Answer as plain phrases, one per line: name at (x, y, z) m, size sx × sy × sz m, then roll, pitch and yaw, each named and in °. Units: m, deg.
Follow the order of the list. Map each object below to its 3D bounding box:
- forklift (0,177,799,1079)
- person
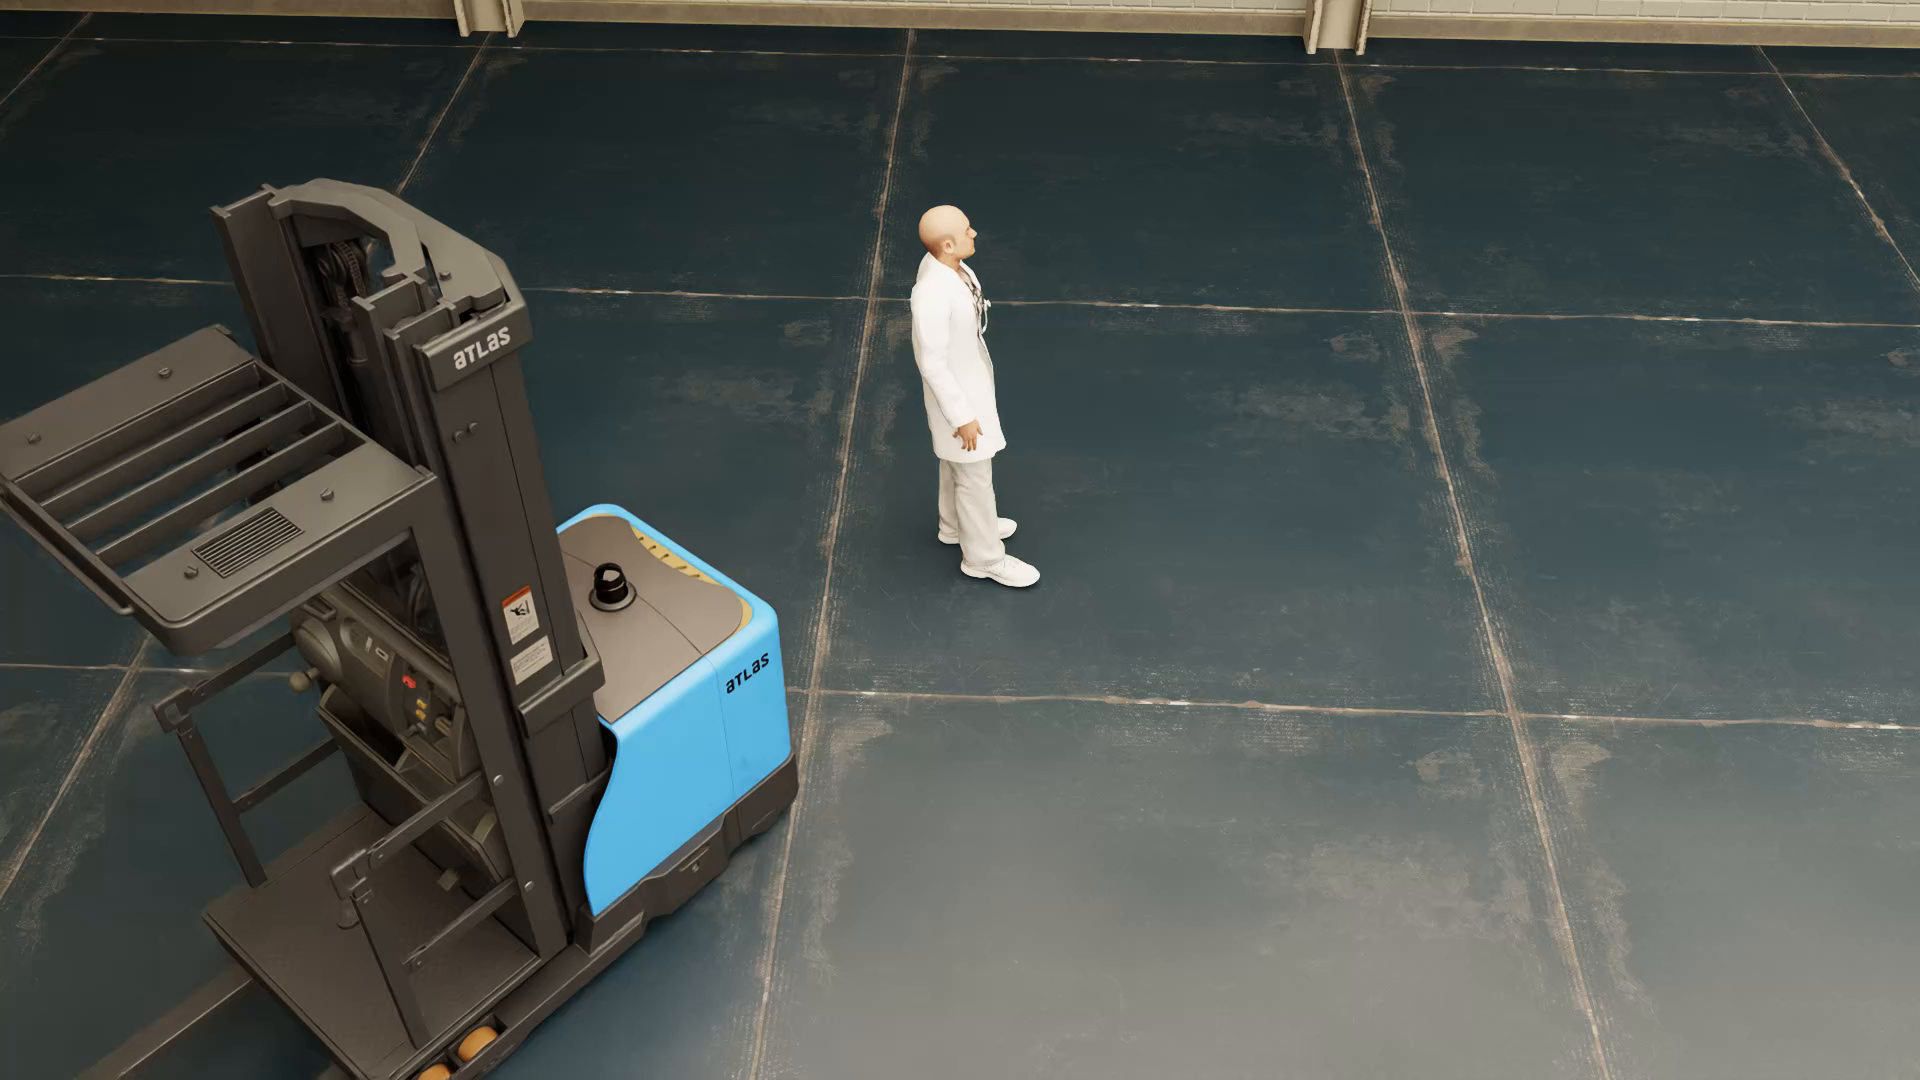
forklift at (-1.996, 0.506, 5.188) m, size 1.130 × 2.935 × 3.031 m, roll 30°, pitch 50°, yaw 29°
person at (0.090, -0.656, 7.306) m, size 0.581 × 1.775 × 0.694 m, roll 2°, pitch 42°, yaw 2°
